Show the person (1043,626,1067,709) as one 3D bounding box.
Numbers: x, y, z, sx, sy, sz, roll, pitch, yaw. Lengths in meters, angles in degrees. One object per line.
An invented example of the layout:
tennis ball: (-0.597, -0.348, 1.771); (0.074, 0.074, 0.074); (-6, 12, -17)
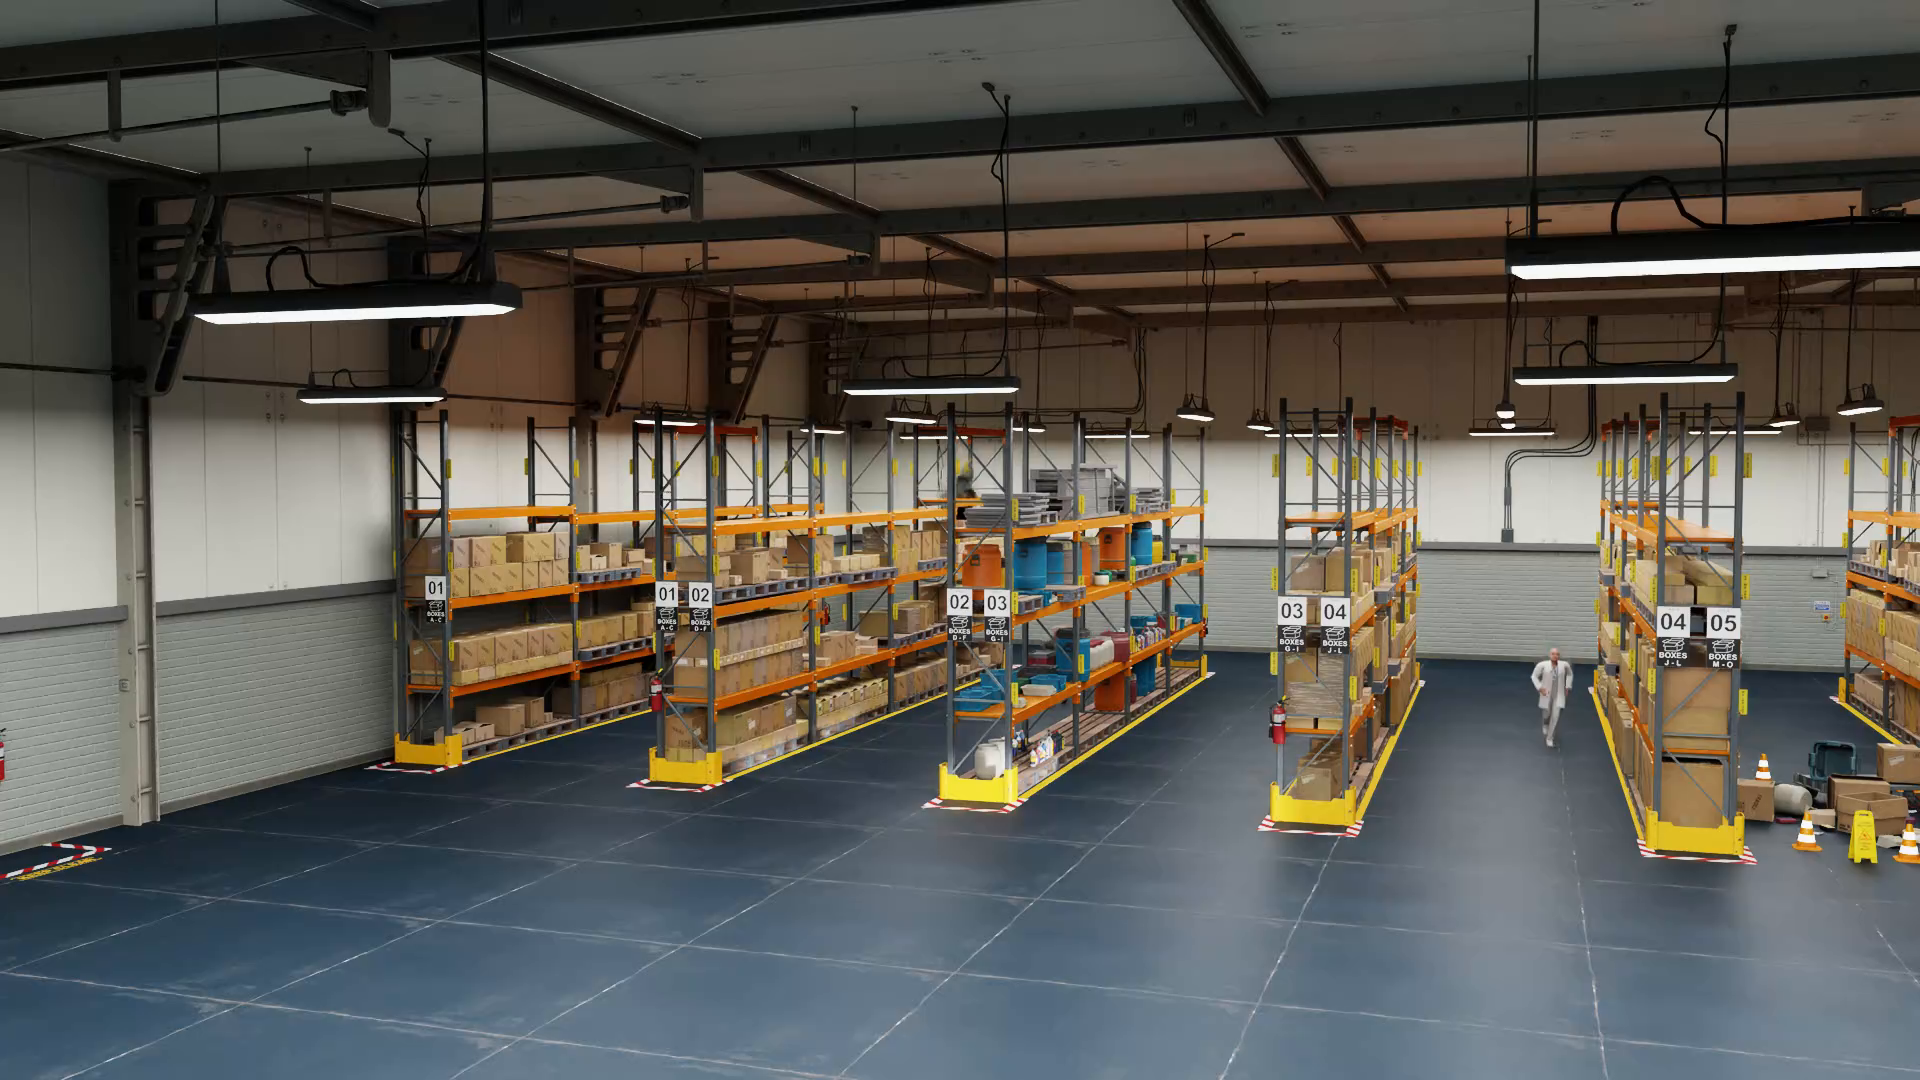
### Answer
person: (1.987, 2.634, 34.672); (0.658, 1.704, 0.970); (1, 3, 19)

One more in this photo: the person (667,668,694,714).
person: (-4.953, 2.856, 29.869); (0.732, 1.737, 0.810); (0, 2, 10)

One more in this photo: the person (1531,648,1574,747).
person: (10.785, 2.840, 30.270); (0.739, 1.762, 0.904); (1, 3, 13)
